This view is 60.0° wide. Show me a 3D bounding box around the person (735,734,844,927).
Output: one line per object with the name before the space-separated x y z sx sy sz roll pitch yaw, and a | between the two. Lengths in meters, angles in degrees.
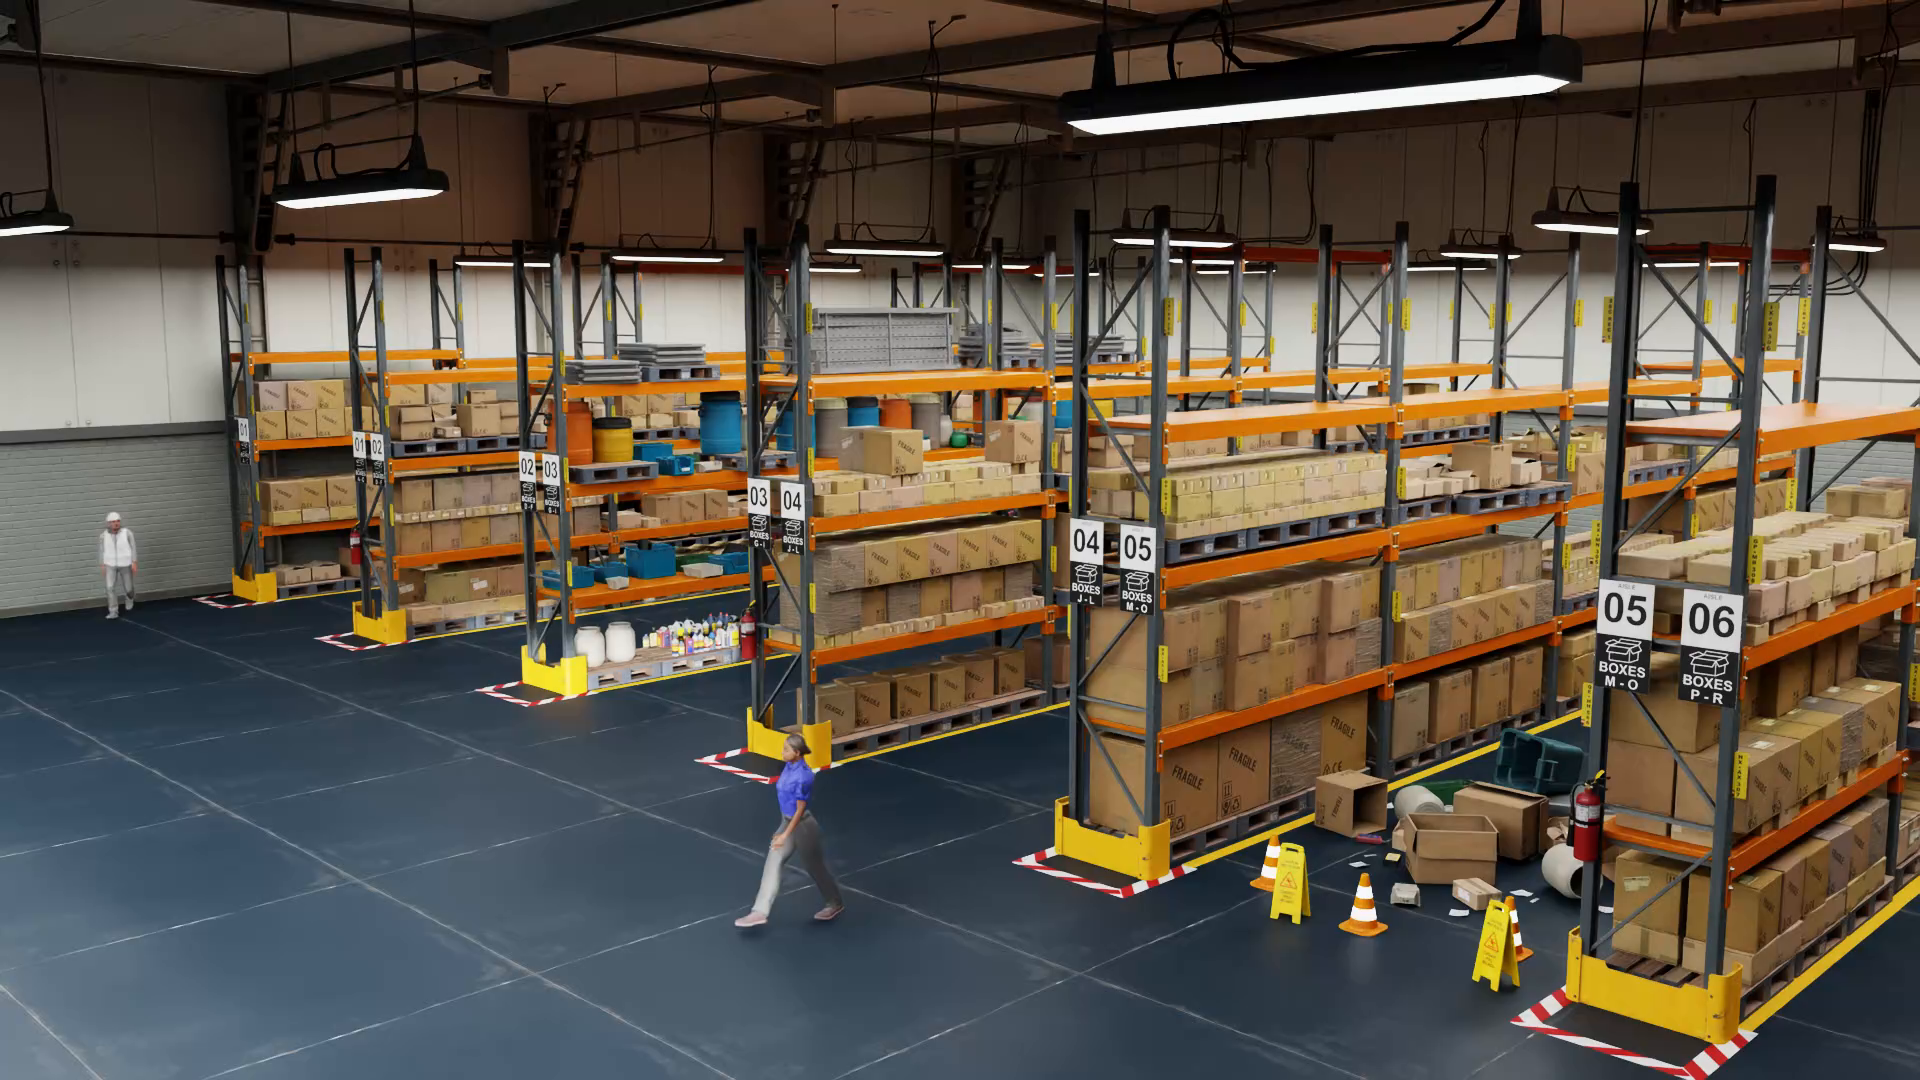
person | -1.420 2.406 13.816 0.948 1.607 0.462 -5 10 -33

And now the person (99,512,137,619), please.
person | -13.952 0.391 27.573 0.570 1.740 0.903 -2 8 -15
